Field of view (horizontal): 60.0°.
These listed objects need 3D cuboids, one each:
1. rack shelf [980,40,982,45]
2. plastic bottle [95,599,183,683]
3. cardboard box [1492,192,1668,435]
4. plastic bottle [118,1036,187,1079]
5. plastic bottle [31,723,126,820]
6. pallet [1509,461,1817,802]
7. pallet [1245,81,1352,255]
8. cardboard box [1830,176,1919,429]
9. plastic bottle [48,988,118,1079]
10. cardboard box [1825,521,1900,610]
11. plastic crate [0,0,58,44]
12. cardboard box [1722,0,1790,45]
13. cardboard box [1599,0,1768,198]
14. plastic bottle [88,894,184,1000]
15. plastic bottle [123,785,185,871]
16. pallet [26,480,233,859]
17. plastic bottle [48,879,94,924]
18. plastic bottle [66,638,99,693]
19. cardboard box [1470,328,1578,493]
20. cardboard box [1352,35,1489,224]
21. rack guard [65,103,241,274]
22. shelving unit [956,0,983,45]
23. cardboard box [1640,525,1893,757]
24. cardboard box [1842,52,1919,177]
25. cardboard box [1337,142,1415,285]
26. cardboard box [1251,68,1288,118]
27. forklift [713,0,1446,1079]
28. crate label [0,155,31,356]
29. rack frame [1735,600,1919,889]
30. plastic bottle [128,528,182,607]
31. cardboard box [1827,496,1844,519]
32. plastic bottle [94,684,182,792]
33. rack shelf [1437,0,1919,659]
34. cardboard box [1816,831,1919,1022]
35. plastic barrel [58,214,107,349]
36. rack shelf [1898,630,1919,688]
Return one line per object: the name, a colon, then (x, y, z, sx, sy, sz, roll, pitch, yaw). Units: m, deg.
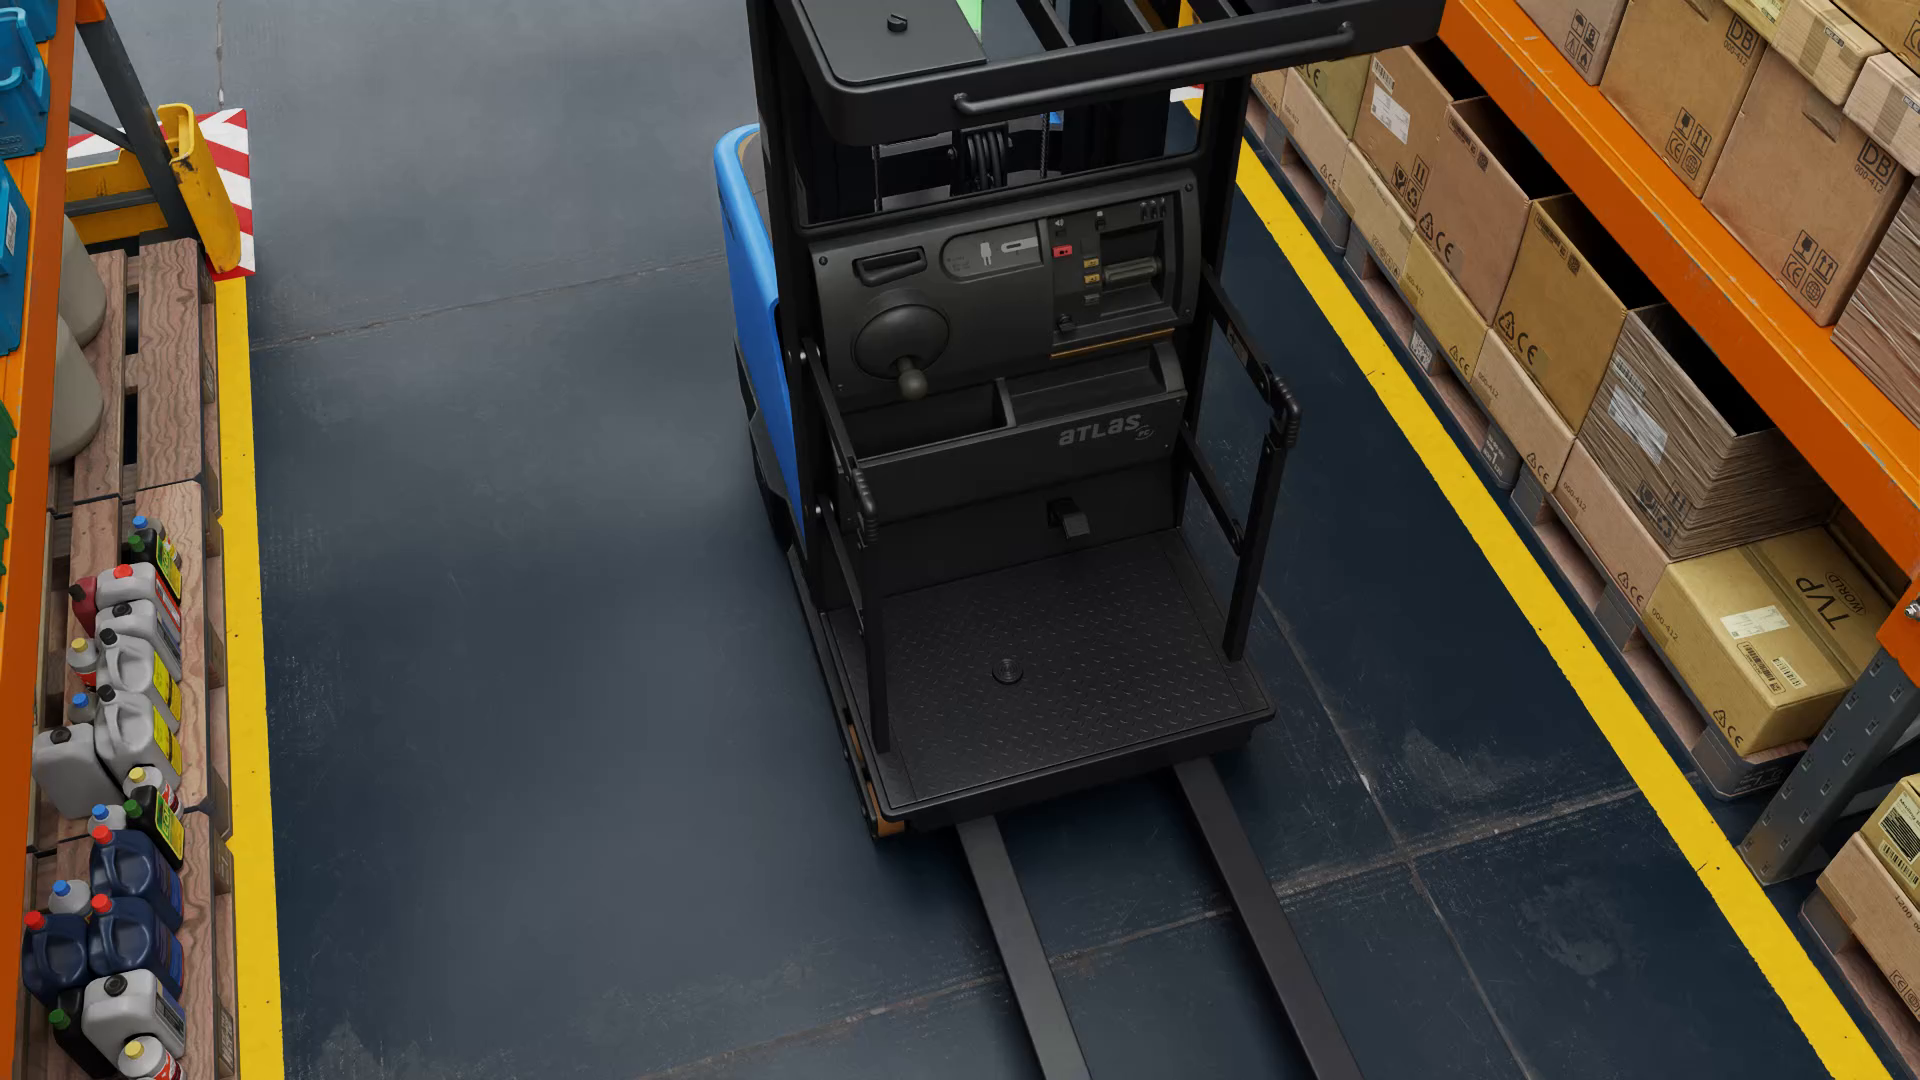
rack shelf: (-0.056, -1.439, 5.448, 0.258, 0.148, 0.480, 1, 50, 1)
plastic bottle: (-2.255, 0.276, 4.550, 0.152, 0.276, 0.135, -15, 51, -12)
cardboard box: (1.976, -0.702, 4.914, 0.500, 0.500, 0.500, -13, 51, -11)
plastic bottle: (-1.859, 1.207, 3.813, 0.097, 0.201, 0.097, 0, 50, 0)
plastic bottle: (-2.281, 0.583, 4.290, 0.152, 0.276, 0.135, -13, 51, -11)
pallet: (2.415, 0.118, 5.012, 1.003, 0.211, 1.213, -13, 51, -11)
pallet: (1.693, -1.664, 6.514, 1.003, 0.211, 1.213, -13, 51, -11)
cardboard box: (2.473, -0.545, 3.682, 0.700, 0.500, 0.500, -15, 51, -12)
plastic bottle: (-2.022, 1.123, 3.830, 0.061, 0.283, 0.133, -13, 51, -11)
cardboard box: (2.762, 0.153, 4.682, 0.500, 0.250, 0.500, -13, 51, -11)
plastic crate: (-2.872, -1.649, 4.775, 0.499, 0.251, 0.616, -13, 51, -11)
cardboard box: (2.026, -1.325, 3.916, 0.380, 0.149, 0.250, -14, 51, -11)
cardboard box: (2.166, -1.296, 4.315, 0.700, 0.500, 0.500, -13, 51, -10)
plastic bottle: (-1.965, 0.956, 3.927, 0.144, 0.351, 0.185, -12, 51, -10)
plastic bottle: (-2.030, 0.710, 4.179, 0.061, 0.283, 0.133, -11, 51, -9)
pallet: (-2.646, 0.433, 4.747, 1.003, 0.211, 1.213, -13, 51, -11)
plastic bottle: (-2.123, 0.903, 4.024, 0.097, 0.271, 0.097, 0, 50, 0)
plastic bottle: (-2.368, 0.341, 4.543, 0.097, 0.201, 0.097, 0, 50, 0)
cardboard box: (1.964, -0.458, 5.198, 0.500, 0.250, 0.500, -13, 51, -11)
cardboard box: (1.683, -1.433, 5.530, 0.500, 0.500, 0.500, -13, 51, -11)
rack guard: (-3.238, -1.144, 5.887, 1.175, 0.500, 0.348, -13, 51, -11)
shelving unit: (-0.056, -1.325, 5.582, 0.258, 1.200, 0.503, 1, 50, 1)
cardboard box: (2.264, 0.271, 4.583, 0.500, 0.250, 0.500, -13, 51, -11)
cardboard box: (2.174, -0.953, 3.602, 0.380, 0.149, 0.250, -15, 51, -12)
cardboard box: (1.672, -1.189, 5.814, 0.500, 0.250, 0.500, -13, 51, -11)
cardboard box: (1.373, -1.919, 6.429, 0.500, 0.250, 0.500, -13, 51, -11)
forklift: (0.187, -0.485, 3.742, 1.130, 2.935, 3.031, -13, 51, -11)
crate label: (-2.503, -0.723, 3.874, 0.502, 0.435, 0.616, -13, 51, -11)
rack frame: (2.610, -0.190, 3.448, 1.000, 3.000, 0.127, -13, 51, -11)
plastic bottle: (-2.292, 0.063, 4.724, 0.061, 0.283, 0.133, -12, 51, -10)
cardboard box: (2.617, -0.454, 4.704, 0.500, 0.500, 0.500, -13, 51, -11)
plastic bottle: (-2.147, 0.507, 4.305, 0.144, 0.351, 0.185, -14, 51, -11)
rack shelf: (2.018, -1.419, 4.955, 1.077, 0.370, 4.000, -13, 51, -11)
cardboard box: (2.493, 0.911, 4.044, 0.500, 0.250, 0.500, -14, 51, -12)
plastic barrel: (-3.038, -0.864, 5.369, 0.421, 0.512, 0.421, 0, 50, 0)
rack shelf: (3.201, 1.502, 2.492, 1.077, 0.370, 4.000, -13, 51, -11)
